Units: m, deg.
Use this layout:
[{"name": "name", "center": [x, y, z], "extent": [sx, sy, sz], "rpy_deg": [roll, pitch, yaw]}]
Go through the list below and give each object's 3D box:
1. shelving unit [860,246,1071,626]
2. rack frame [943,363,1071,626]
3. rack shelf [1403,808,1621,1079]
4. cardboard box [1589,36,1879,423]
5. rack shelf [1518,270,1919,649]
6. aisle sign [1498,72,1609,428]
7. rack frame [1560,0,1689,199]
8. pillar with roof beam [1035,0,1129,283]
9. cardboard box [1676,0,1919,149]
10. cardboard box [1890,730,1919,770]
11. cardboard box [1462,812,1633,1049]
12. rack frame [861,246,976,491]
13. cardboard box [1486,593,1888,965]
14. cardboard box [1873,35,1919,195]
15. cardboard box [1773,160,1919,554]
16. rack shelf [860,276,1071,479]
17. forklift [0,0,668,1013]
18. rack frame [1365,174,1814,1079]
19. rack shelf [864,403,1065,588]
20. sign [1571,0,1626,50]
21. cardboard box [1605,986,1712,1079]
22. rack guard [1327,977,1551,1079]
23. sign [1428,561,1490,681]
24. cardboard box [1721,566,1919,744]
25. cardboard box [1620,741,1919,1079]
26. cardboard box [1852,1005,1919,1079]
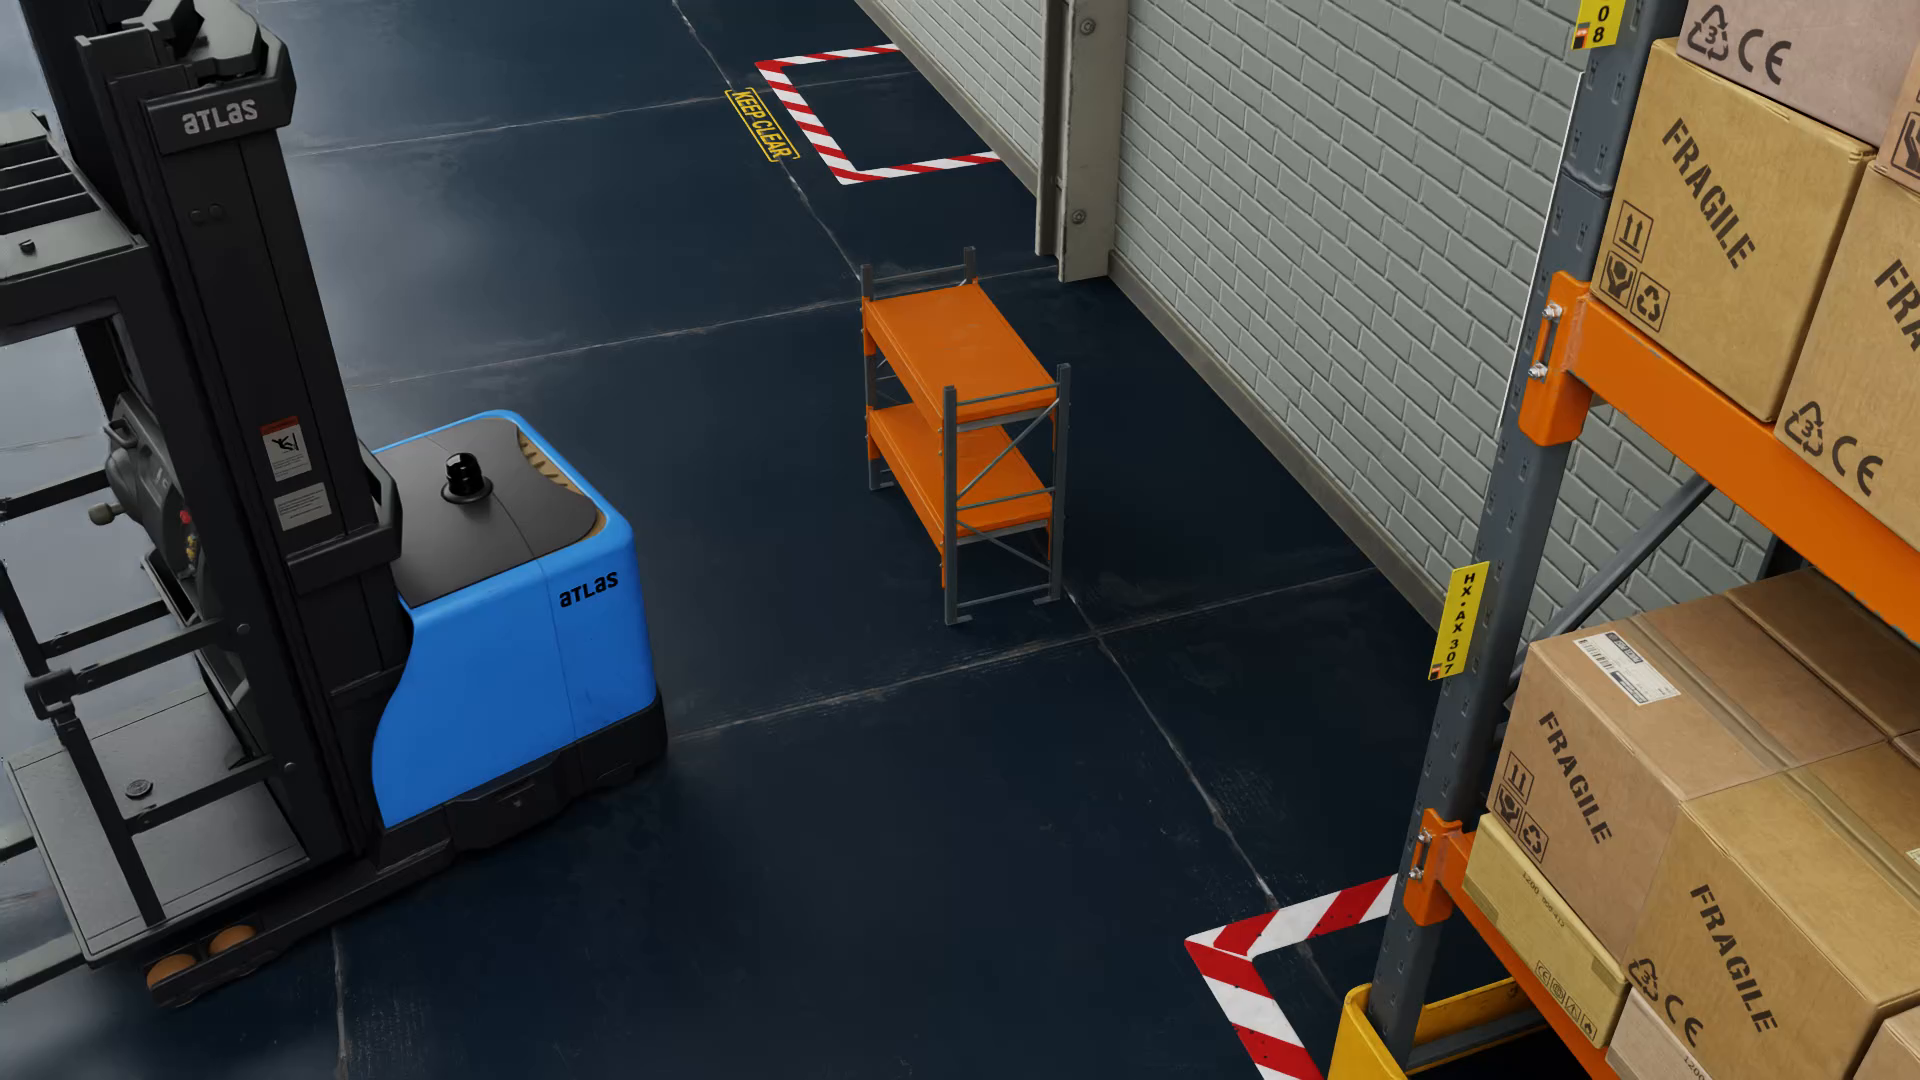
[{"name": "shelving unit", "center": [0.002, -0.445, 6.906], "extent": [0.538, 1.125, 1.048], "rpy_deg": [-12, 39, -16]}, {"name": "rack frame", "center": [0.177, -0.158, 6.525], "extent": [0.500, 1.125, 0.032], "rpy_deg": [-12, 39, -16]}, {"name": "rack shelf", "center": [2.336, 1.837, 2.915], "extent": [1.077, 0.370, 4.000], "rpy_deg": [-12, 39, -16]}, {"name": "cardboard box", "center": [1.528, -0.585, 2.941], "extent": [0.500, 0.500, 0.500], "rpy_deg": [-11, 38, -15]}, {"name": "rack shelf", "center": [2.336, 0.639, 2.013], "extent": [1.077, 0.370, 4.000], "rpy_deg": [-12, 39, -16]}, {"name": "aisle sign", "center": [1.341, -0.597, 3.388], "extent": [0.394, 0.787, 0.004], "rpy_deg": [-12, 39, -16]}, {"name": "rack frame", "center": [1.647, -1.976, 2.394], "extent": [1.000, 3.000, 0.127], "rpy_deg": [-12, 39, -16]}, {"name": "pillar with roof beam", "center": [-3.406, -4.258, 5.423], "extent": [9.100, 9.000, 0.400], "rpy_deg": [-12, 39, -16]}, {"name": "cardboard box", "center": [1.552, -0.957, 2.604], "extent": [0.500, 0.500, 0.500], "rpy_deg": [-15, 40, -19]}, {"name": "cardboard box", "center": [2.173, 0.681, 3.337], "extent": [0.500, 0.500, 0.500], "rpy_deg": [-12, 39, -15]}, {"name": "cardboard box", "center": [1.517, 0.814, 3.785], "extent": [0.500, 0.250, 0.500], "rpy_deg": [-14, 39, -17]}, {"name": "rack frame", "center": [-0.173, -0.733, 7.288], "extent": [0.500, 1.125, 0.032], "rpy_deg": [-12, 39, -16]}, {"name": "cardboard box", "center": [1.530, 0.505, 3.572], "extent": [0.500, 0.500, 0.500], "rpy_deg": [-12, 39, -16]}, {"name": "cardboard box", "center": [1.677, -0.663, 2.214], "extent": [0.500, 0.500, 0.500], "rpy_deg": [-13, 39, -16]}, {"name": "cardboard box", "center": [1.679, -0.274, 2.528], "extent": [0.500, 0.500, 0.500], "rpy_deg": [-10, 38, -13]}, {"name": "rack shelf", "center": [0.002, -0.679, 6.730], "extent": [0.538, 0.278, 1.000], "rpy_deg": [-12, 39, -16]}, {"name": "forklift", "center": [-2.559, -0.051, 4.882], "extent": [3.031, 2.935, 1.130], "rpy_deg": [-25, 43, -29]}, {"name": "rack frame", "center": [1.647, 0.420, 4.199], "extent": [1.000, 3.000, 0.127], "rpy_deg": [-12, 39, -16]}, {"name": "rack shelf", "center": [0.002, -0.250, 7.054], "extent": [0.538, 0.278, 1.000], "rpy_deg": [-12, 39, -16]}, {"name": "sign", "center": [1.138, -1.015, 2.884], "extent": [0.100, 0.325, 0.005], "rpy_deg": [-12, 39, -16]}, {"name": "cardboard box", "center": [1.709, 1.104, 3.399], "extent": [0.500, 0.250, 0.500], "rpy_deg": [-14, 39, -17]}, {"name": "rack guard", "center": [1.674, 1.462, 4.894], "extent": [1.175, 0.500, 0.348], "rpy_deg": [-12, 39, -16]}, {"name": "sign", "center": [1.138, 0.187, 3.789], "extent": [0.100, 0.325, 0.005], "rpy_deg": [-12, 39, -16]}, {"name": "cardboard box", "center": [2.009, 0.395, 3.717], "extent": [0.500, 0.500, 0.500], "rpy_deg": [-13, 39, -16]}, {"name": "cardboard box", "center": [1.690, 0.786, 3.198], "extent": [0.500, 0.500, 0.500], "rpy_deg": [-12, 39, -16]}, {"name": "cardboard box", "center": [1.862, 1.079, 2.809], "extent": [0.500, 0.500, 0.500], "rpy_deg": [-14, 39, -17]}]
